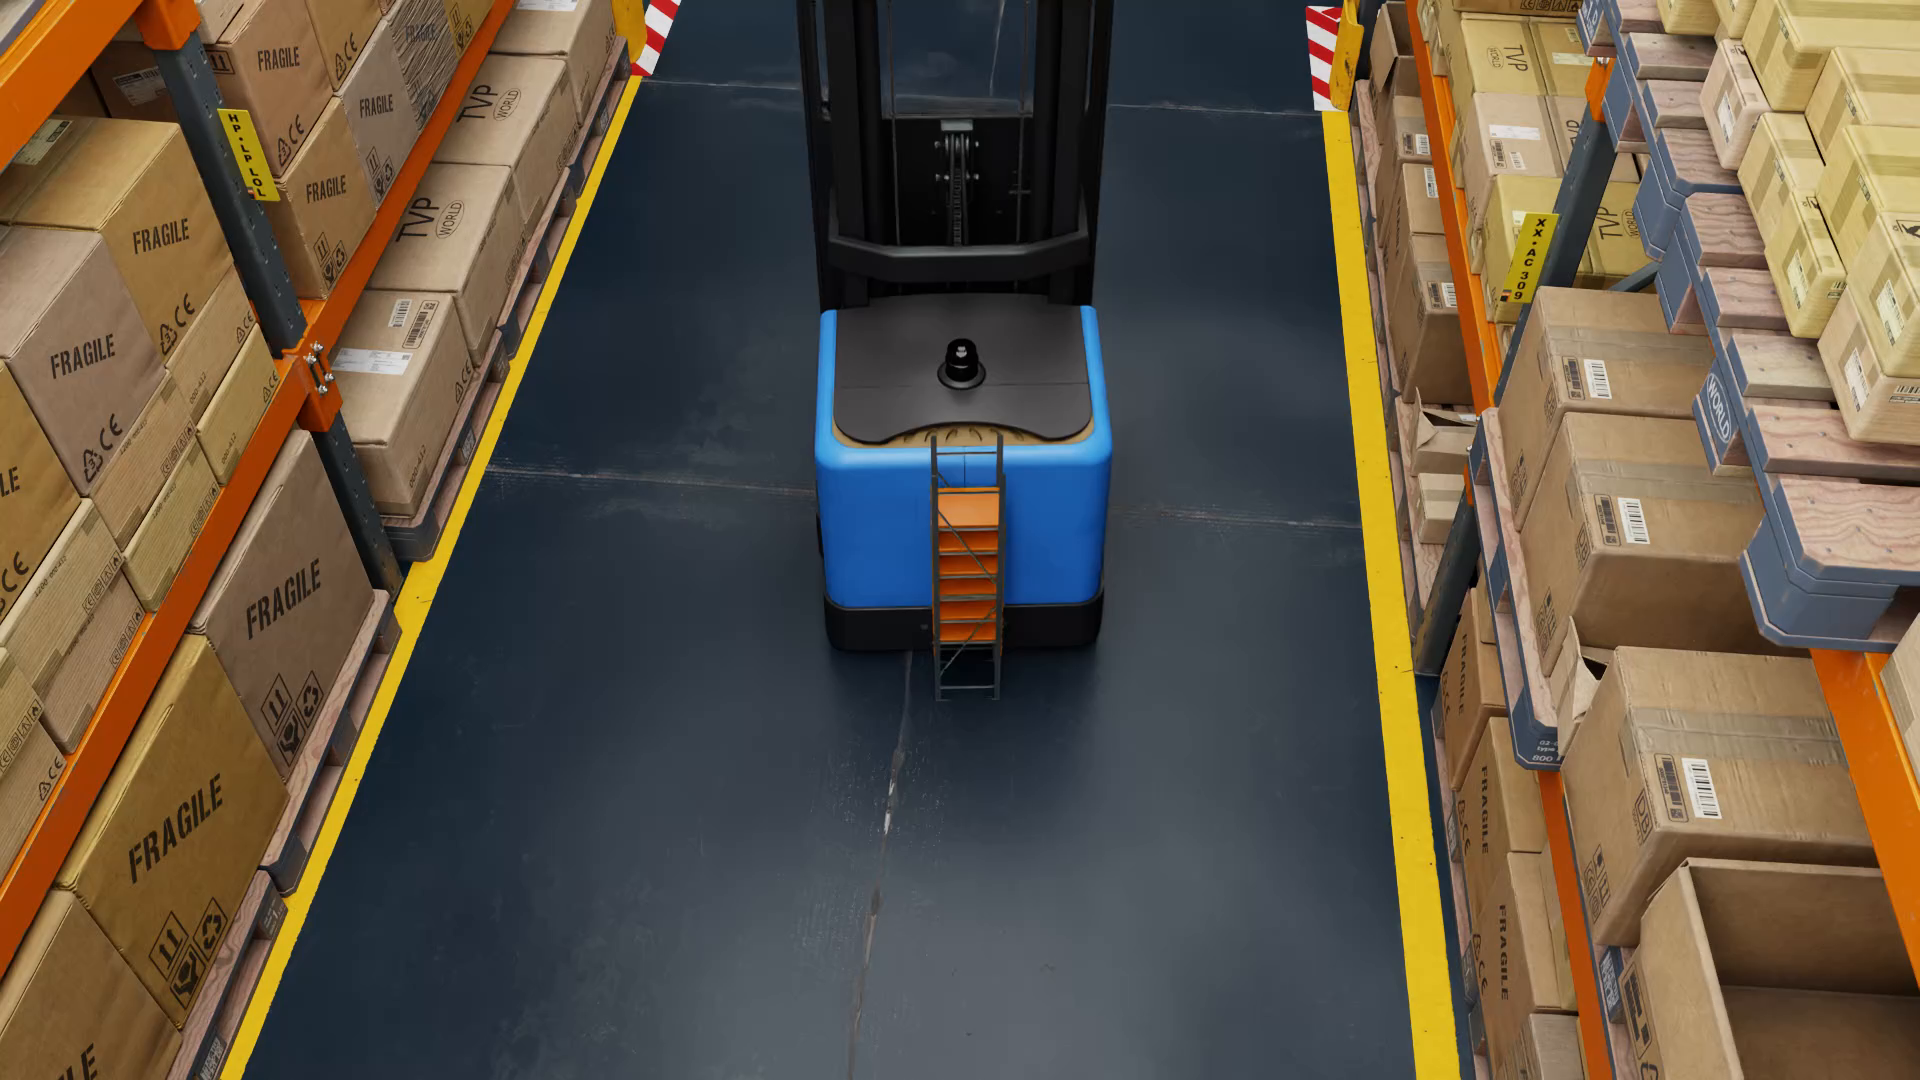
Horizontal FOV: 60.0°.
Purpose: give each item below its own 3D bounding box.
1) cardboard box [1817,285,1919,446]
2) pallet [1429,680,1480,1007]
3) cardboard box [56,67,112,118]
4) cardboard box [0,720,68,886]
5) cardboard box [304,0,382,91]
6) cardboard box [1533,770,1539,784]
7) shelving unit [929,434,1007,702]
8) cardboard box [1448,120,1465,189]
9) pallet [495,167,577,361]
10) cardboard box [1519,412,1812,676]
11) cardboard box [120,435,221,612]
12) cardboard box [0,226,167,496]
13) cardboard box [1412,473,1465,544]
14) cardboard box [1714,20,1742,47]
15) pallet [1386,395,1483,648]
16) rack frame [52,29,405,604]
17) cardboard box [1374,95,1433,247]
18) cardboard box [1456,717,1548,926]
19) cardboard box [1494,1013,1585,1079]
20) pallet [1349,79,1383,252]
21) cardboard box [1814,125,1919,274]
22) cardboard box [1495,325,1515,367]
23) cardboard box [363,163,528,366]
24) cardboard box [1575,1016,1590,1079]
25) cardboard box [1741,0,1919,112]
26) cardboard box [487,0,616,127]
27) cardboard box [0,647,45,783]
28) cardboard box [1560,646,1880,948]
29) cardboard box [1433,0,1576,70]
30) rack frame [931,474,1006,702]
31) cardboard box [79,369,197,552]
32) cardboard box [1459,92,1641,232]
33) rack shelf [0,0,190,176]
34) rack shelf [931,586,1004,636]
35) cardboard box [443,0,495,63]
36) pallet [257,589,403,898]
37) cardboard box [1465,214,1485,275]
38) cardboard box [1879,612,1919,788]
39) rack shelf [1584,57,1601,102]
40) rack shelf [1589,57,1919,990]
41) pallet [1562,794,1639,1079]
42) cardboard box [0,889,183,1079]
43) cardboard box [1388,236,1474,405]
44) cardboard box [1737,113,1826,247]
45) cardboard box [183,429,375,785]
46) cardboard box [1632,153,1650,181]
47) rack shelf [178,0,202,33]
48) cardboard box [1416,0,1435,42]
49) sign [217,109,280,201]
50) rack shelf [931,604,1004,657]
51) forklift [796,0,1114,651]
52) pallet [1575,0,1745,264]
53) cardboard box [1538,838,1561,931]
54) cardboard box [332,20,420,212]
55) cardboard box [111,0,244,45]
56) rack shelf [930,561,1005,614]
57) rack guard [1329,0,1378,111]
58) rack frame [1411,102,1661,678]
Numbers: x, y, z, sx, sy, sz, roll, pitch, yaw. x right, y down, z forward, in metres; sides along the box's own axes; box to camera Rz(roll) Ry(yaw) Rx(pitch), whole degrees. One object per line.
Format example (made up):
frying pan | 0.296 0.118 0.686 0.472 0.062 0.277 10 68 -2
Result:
cardboard box | 1.688 -0.288 2.791 0.380 0.149 0.250 5 48 4
pallet | 2.189 1.033 5.688 1.003 0.211 1.213 4 48 4
cardboard box | -2.950 -1.576 5.439 0.500 0.500 0.500 4 48 3
cardboard box | -2.663 0.681 4.222 0.500 0.250 0.500 4 48 4
cardboard box | -2.381 -1.915 5.750 0.500 0.500 0.500 3 48 3
cardboard box | 1.968 0.618 5.148 0.380 0.149 0.250 2 48 2
shelving unit | 0.026 0.128 5.845 0.258 1.200 0.189 -1 48 -1
cardboard box | 2.051 -1.441 6.231 0.380 0.149 0.250 3 48 3
pallet | -2.462 -1.351 7.869 1.003 0.211 1.213 4 48 4
cardboard box | 1.912 0.037 4.357 0.700 0.500 0.500 4 48 4
cardboard box | -2.555 -0.068 4.907 0.500 0.250 0.500 3 48 3
cardboard box | -2.548 -0.485 4.441 0.500 0.500 0.500 5 48 4
cardboard box | 1.984 -0.117 6.498 0.380 0.149 0.250 3 48 2
cardboard box | 1.819 -1.038 3.478 0.380 0.149 0.250 4 48 4
pallet | 2.289 -0.072 6.699 1.003 0.211 1.213 4 48 4
rack frame | -2.718 -0.840 5.511 1.000 3.000 0.127 4 48 4
cardboard box | 2.323 -1.678 7.687 0.700 0.500 0.500 6 48 5
cardboard box | 1.919 0.925 5.306 0.500 0.500 0.500 3 48 3
cardboard box | 1.815 1.673 4.623 0.500 0.500 0.500 2 48 2
pallet | 2.512 -1.865 8.339 1.003 0.211 1.213 4 48 4
cardboard box | 1.713 -0.571 2.849 0.380 0.149 0.250 4 48 4
cardboard box | 2.003 -0.675 5.531 0.380 0.149 0.250 4 48 4
cardboard box | -2.473 -1.229 7.319 0.875 0.438 0.875 3 48 2
cardboard box | 1.876 1.384 4.447 0.380 0.149 0.250 4 48 4
cardboard box | 1.746 -0.947 3.193 0.380 0.149 0.250 3 48 3
cardboard box | -2.314 -2.564 8.540 0.875 0.438 0.875 2 48 2
cardboard box | -2.625 0.509 4.041 0.500 0.250 0.500 5 48 4
cardboard box | 1.840 0.614 3.830 0.700 0.500 0.500 4 48 3
cardboard box | 2.167 -2.062 6.529 0.500 0.250 0.500 3 48 3
rack frame | 0.028 0.196 5.784 0.240 1.200 0.006 -1 48 -1
cardboard box | -2.554 -0.250 4.734 0.500 0.250 0.500 5 48 4
cardboard box | 2.060 -1.318 5.849 0.500 0.250 0.500 4 48 4
rack shelf | -2.900 -0.140 3.326 1.077 0.370 4.000 4 48 4
rack shelf | 0.026 0.239 5.967 0.258 0.103 0.180 -1 48 -1
cardboard box | -2.265 -2.314 6.792 0.500 0.500 0.500 5 48 5
pallet | -2.713 0.673 6.017 1.003 0.211 1.213 4 48 4
cardboard box | 2.005 -1.061 5.883 0.380 0.149 0.250 5 48 5
cardboard box | 1.757 0.338 2.503 0.500 0.250 0.500 4 48 4
rack shelf | 2.408 -2.748 5.711 1.077 0.370 4.000 4 48 4
rack shelf | 2.043 0.191 3.023 1.077 0.370 4.000 4 48 4
pallet | 2.034 1.066 3.898 1.003 0.211 1.213 4 48 4
cardboard box | -2.851 1.518 4.510 0.875 0.875 0.875 4 48 4
cardboard box | 2.229 -0.915 6.989 0.700 0.500 0.500 2 48 2
cardboard box | 1.712 -0.668 3.139 0.380 0.149 0.250 3 48 3
cardboard box | -2.695 0.197 5.719 0.875 0.875 0.875 5 48 5
cardboard box | 2.578 -1.273 5.808 0.500 0.250 0.500 3 48 3
rack shelf | -2.535 -3.079 6.014 1.077 0.370 4.000 4 48 4
cardboard box | 2.120 -2.197 6.923 0.380 0.149 0.250 3 48 2
sign | -2.176 -1.174 5.086 0.100 0.325 0.005 4 48 4
rack shelf | 0.026 0.320 6.055 0.258 0.103 0.180 -1 48 -1
forklift | -0.024 -1.647 6.296 1.130 2.935 3.031 -1 48 -1
pallet | 2.096 -0.983 3.737 1.213 0.211 1.003 4 48 4
cardboard box | 1.896 1.002 4.797 0.380 0.149 0.250 4 48 3
cardboard box | -2.364 -1.570 6.112 0.500 0.500 0.500 4 48 4
cardboard box | -2.430 -1.644 5.062 0.380 0.149 0.250 3 48 3
rack shelf | 0.026 0.158 5.878 0.258 0.103 0.180 -1 48 -1
rack guard | 2.583 -2.549 8.768 1.175 0.500 0.348 4 48 4
rack frame | 2.226 -0.509 5.208 1.000 3.000 0.127 4 48 4
